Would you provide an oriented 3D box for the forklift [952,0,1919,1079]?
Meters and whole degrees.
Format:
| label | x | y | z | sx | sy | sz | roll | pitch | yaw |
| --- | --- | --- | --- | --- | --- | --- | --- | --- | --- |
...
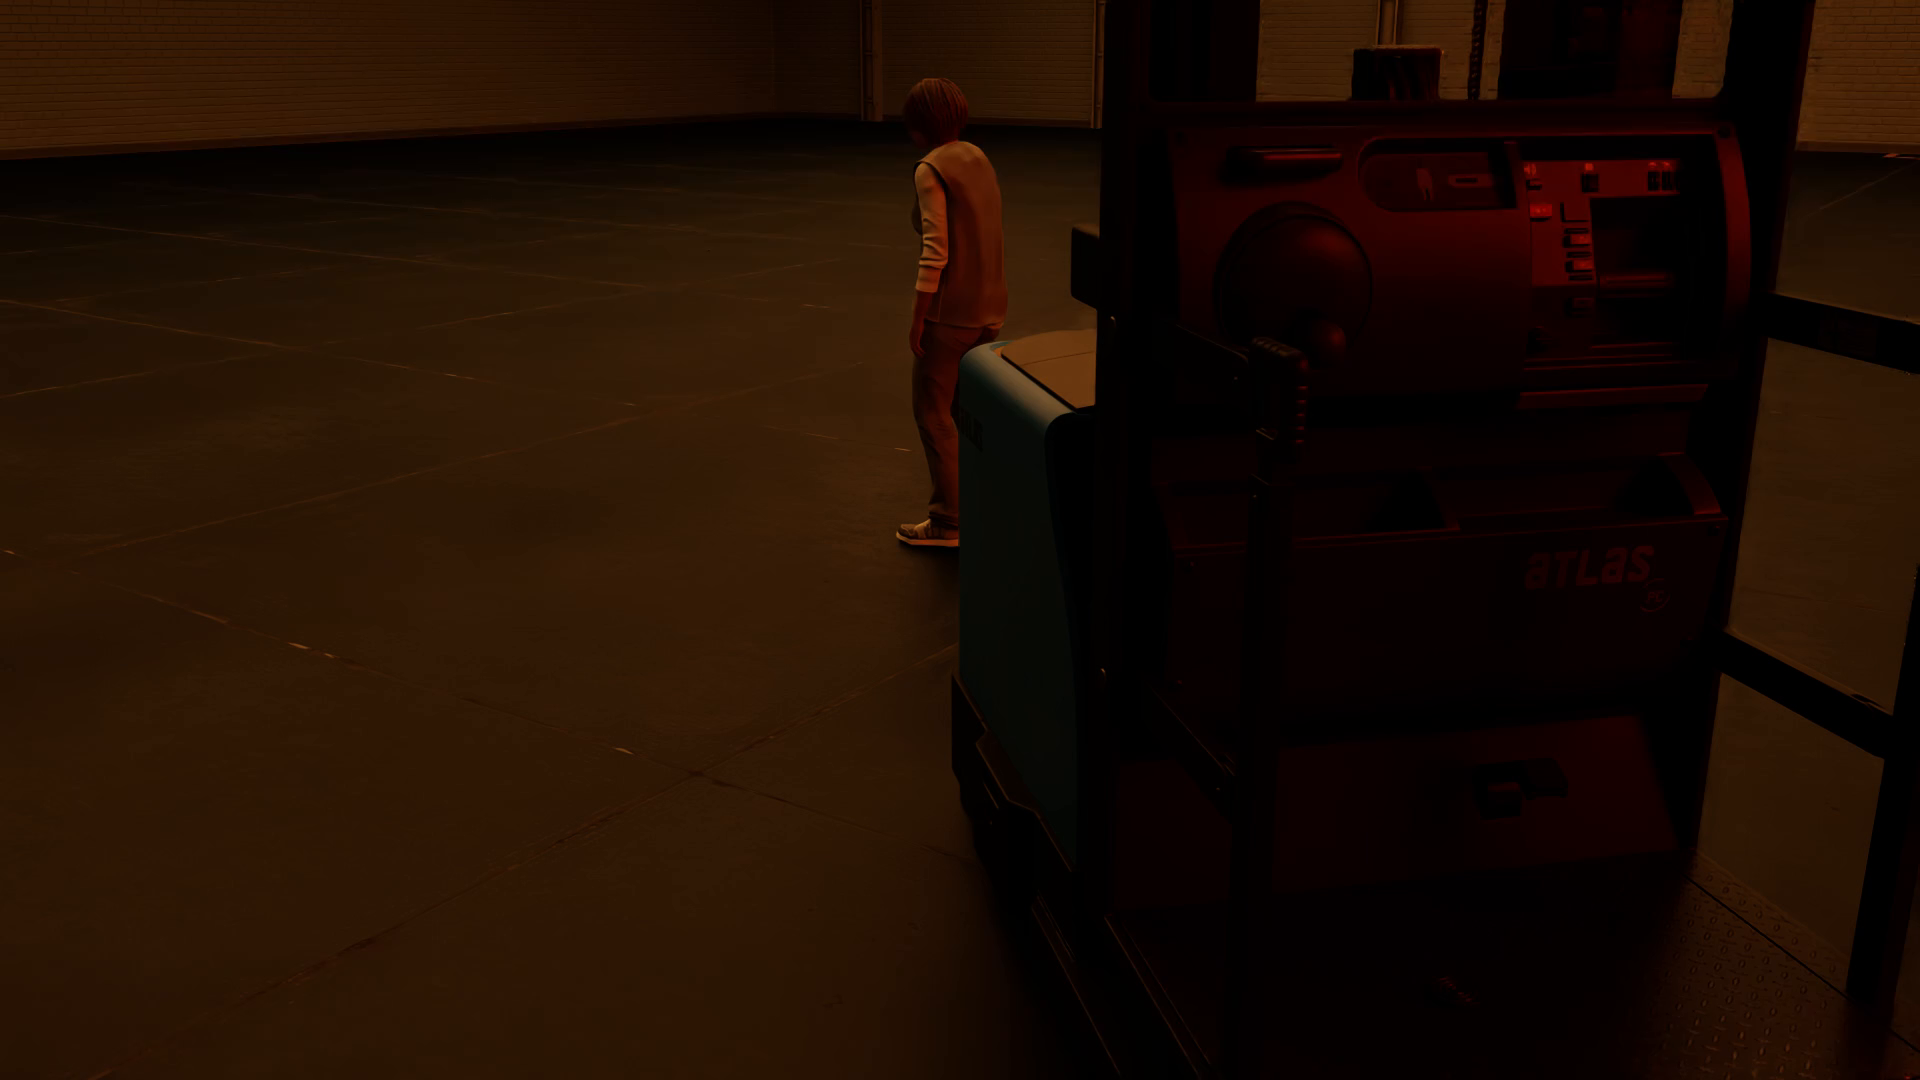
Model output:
| label | x | y | z | sx | sy | sz | roll | pitch | yaw |
| --- | --- | --- | --- | --- | --- | --- | --- | --- | --- |
| forklift | 0.801 | -0.433 | 2.281 | 1.130 | 2.935 | 3.031 | -4 | 17 | -12 |

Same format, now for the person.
| label | x | y | z | sx | sy | sz | roll | pitch | yaw |
| --- | --- | --- | --- | --- | --- | --- | --- | --- | --- |
| person | -0.021 | -0.764 | 5.727 | 0.344 | 1.592 | 0.467 | 10 | 20 | 31 |
